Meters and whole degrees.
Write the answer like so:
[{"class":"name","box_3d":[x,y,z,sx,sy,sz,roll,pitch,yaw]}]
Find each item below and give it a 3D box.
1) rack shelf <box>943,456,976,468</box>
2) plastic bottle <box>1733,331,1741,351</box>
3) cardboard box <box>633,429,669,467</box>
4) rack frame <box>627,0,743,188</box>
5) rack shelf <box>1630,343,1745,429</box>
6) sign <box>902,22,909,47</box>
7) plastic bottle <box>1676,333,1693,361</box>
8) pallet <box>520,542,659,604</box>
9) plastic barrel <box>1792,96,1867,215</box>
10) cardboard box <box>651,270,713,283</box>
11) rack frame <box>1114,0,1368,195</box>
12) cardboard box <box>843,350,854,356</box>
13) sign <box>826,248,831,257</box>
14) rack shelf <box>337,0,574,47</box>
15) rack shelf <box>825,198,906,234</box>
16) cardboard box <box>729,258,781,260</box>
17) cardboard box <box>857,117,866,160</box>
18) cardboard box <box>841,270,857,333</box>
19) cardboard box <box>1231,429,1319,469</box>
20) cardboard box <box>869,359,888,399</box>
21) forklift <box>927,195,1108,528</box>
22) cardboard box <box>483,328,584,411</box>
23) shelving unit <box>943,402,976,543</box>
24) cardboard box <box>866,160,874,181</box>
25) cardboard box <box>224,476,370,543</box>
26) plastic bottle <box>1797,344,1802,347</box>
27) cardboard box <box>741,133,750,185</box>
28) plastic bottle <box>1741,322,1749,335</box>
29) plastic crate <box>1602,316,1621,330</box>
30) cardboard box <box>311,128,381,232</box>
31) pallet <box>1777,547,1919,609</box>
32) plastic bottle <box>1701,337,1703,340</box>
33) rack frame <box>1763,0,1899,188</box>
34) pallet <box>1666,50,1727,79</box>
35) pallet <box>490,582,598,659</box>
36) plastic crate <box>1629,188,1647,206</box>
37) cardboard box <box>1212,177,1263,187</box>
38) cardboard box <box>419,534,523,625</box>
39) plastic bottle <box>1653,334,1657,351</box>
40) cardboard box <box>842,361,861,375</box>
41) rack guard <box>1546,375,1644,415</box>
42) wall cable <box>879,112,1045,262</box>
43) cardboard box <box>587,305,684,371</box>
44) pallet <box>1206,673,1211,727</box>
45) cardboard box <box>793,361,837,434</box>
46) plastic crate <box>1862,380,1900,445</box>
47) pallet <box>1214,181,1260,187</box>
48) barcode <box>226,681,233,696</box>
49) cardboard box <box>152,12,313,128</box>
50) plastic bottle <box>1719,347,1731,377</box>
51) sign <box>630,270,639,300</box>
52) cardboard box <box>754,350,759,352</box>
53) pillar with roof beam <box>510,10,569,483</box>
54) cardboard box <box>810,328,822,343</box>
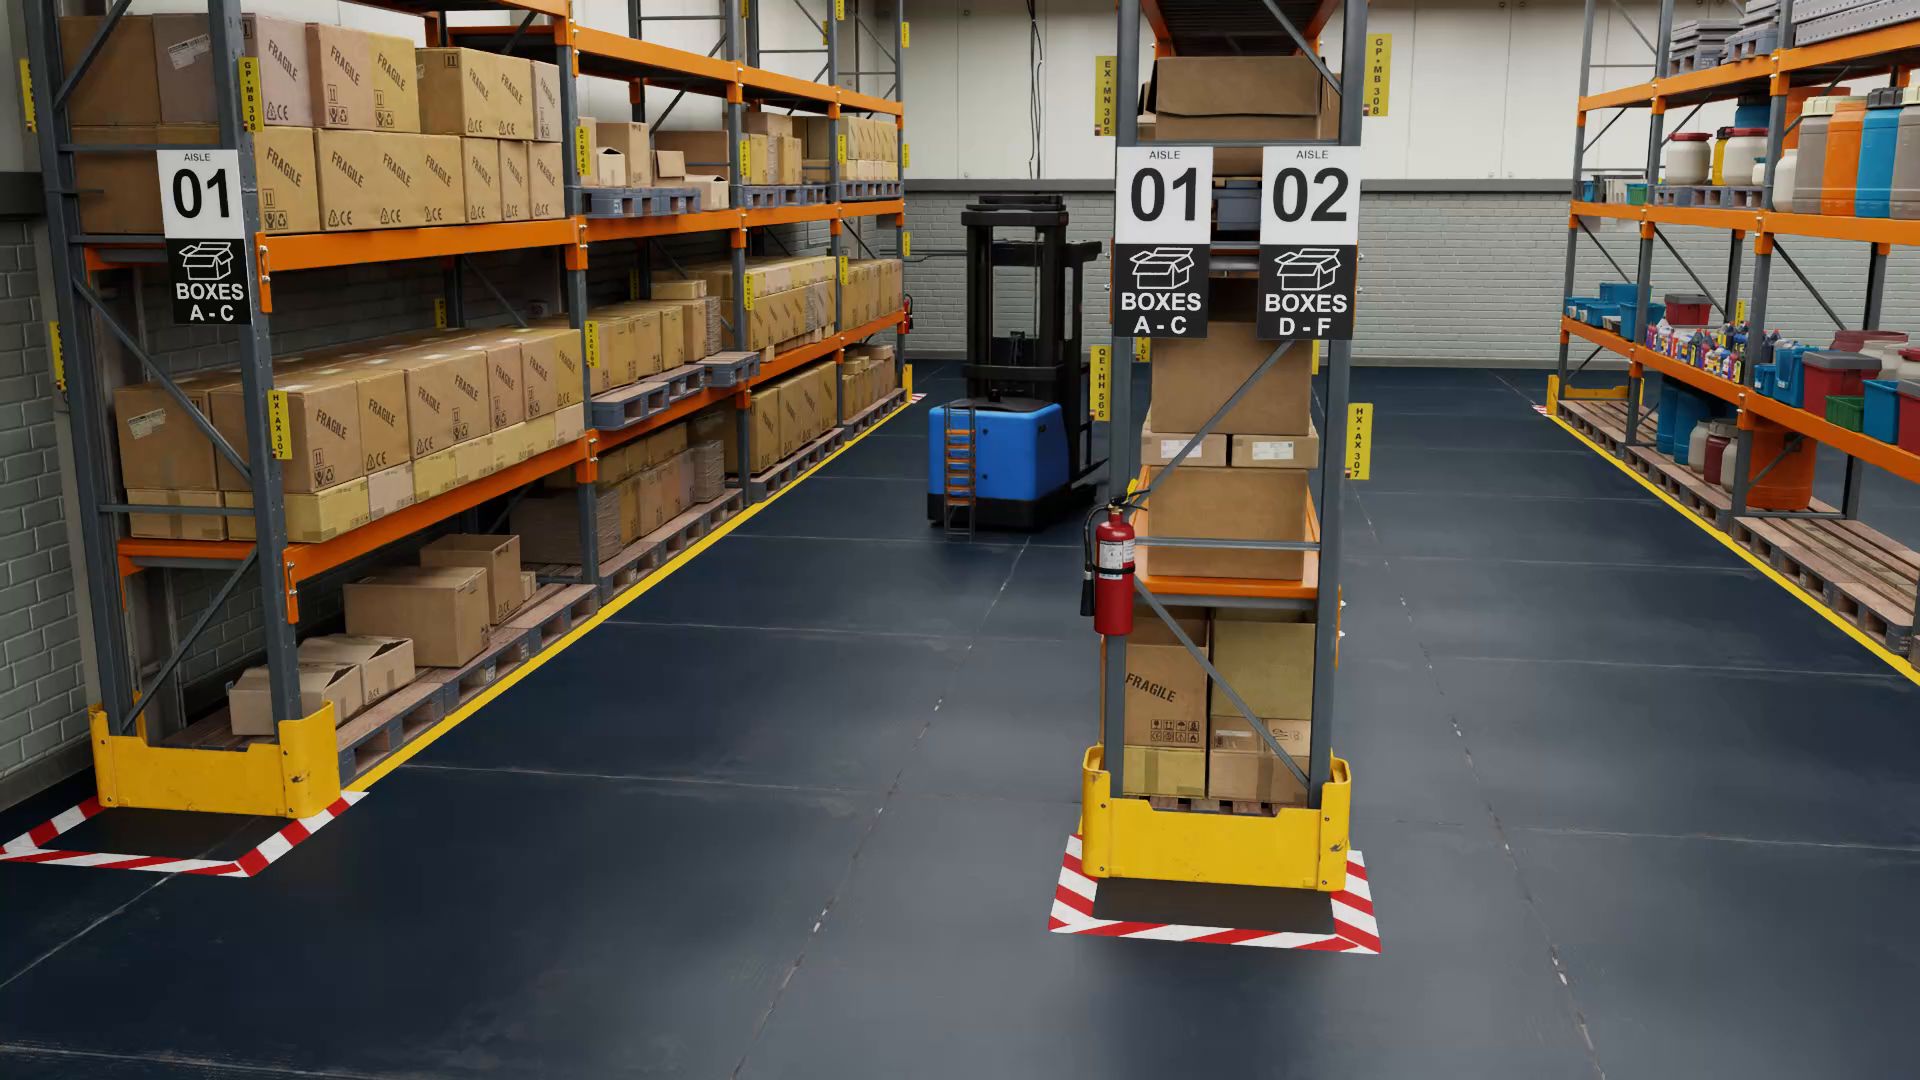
[{"class":"rack shelf","box_3d":[-0.002,-0.657,14.337,0.258,0.103,0.180,2,12,9]},{"class":"plastic bottle","box_3d":[7.888,-1.978,16.856,0.097,0.271,0.097,0,12,0]},{"class":"cardboard box","box_3d":[-2.798,-0.787,14.132,0.500,0.250,0.500,2,12,8]},{"class":"rack frame","box_3d":[-2.515,-4.735,15.105,1.000,3.000,0.127,2,12,9]},{"class":"rack shelf","box_3d":[7.581,-1.546,16.255,1.077,0.370,4.000,2,12,9]},{"class":"sign","box_3d":[-0.751,-6.875,22.630,0.100,0.325,0.005,2,12,9]},{"class":"plastic bottle","box_3d":[7.263,-1.928,16.616,0.152,0.276,0.135,2,12,9]},{"class":"pallet","box_3d":[-3.012,0.231,12.919,1.003,0.211,1.213,2,12,9]},{"class":"plastic barrel","box_3d":[6.933,-3.029,13.118,0.600,0.901,0.600,0,12,0]},{"class":"cardboard box","box_3d":[-2.702,-2.476,16.091,0.500,0.250,0.500,2,12,10]},{"class":"rack frame","box_3d":[1.150,-2.910,6.636,1.000,3.000,0.127,2,12,9]},{"class":"cardboard box","box_3d":[-1.627,-2.441,22.097,0.380,0.149,0.250,2,12,9]},{"class":"sign","box_3d":[-1.832,-3.949,23.454,0.100,0.325,0.005,2,12,9]},{"class":"rack shelf","box_3d":[-3.438,-3.133,9.385,1.077,0.370,4.000,2,12,9]},{"class":"rack shelf","box_3d":[-1.593,-4.166,21.292,1.077,0.370,4.000,2,12,9]},{"class":"cardboard box","box_3d":[-2.302,-3.009,18.566,0.500,0.250,0.500,2,12,9]},{"class":"cardboard box","box_3d":[-1.440,-4.895,20.310,0.500,0.500,0.500,2,12,7]},{"class":"cardboard box","box_3d":[-1.801,-2.894,20.090,0.980,0.700,0.700,2,12,10]},{"class":"cardboard box","box_3d":[1.423,-0.418,7.536,0.380,0.149,0.250,2,12,8]},{"class":"cardboard box","box_3d":[-1.371,-2.198,22.509,0.700,0.500,0.500,2,12,8]},{"class":"forklift","box_3d":[0.700,-1.806,15.917,1.130,2.935,3.031,5,13,20]},{"class":"cardboard box","box_3d":[-2.898,-1.164,11.304,0.500,0.500,0.500,2,12,9]},{"class":"shelving unit","box_3d":[-0.002,-0.584,14.353,0.258,1.200,0.189,2,12,9]},{"class":"cardboard box","box_3d":[-1.369,-4.630,20.860,0.500,0.250,0.500,2,12,7]},{"class":"cardboard box","box_3d":[-3.357,-0.165,8.446,0.500,0.250,0.500,2,12,7]},{"class":"plastic bottle","box_3d":[7.832,-1.693,15.537,0.097,0.271,0.097,0,12,0]},{"class":"cardboard box","box_3d":[-2.468,-3.747,16.360,0.700,0.500,0.500,1,12,6]},{"class":"plastic bottle","box_3d":[8.043,-2.049,17.000,0.144,0.351,0.185,2,12,9]},{"class":"plastic crate","box_3d":[7.860,-2.587,19.859,0.293,0.136,0.466,2,12,9]},{"class":"cardboard box","box_3d":[-3.329,-1.834,8.479,0.500,0.500,0.500,3,12,12]},{"class":"pallet","box_3d":[6.926,0.295,12.623,1.003,0.211,1.213,2,12,9]},{"class":"plastic bottle","box_3d":[7.199,-1.825,16.116,0.061,0.283,0.133,2,12,9]},{"class":"rack frame","box_3d":[7.274,-4.414,13.615,1.000,3.000,0.127,2,12,9]},{"class":"pallet","box_3d":[7.792,-4.786,16.737,1.003,0.211,1.213,2,12,9]},{"class":"pallet","box_3d":[-3.199,0.534,11.513,1.003,0.211,1.213,2,12,9]},{"class":"plastic crate","box_3d":[7.656,-3.775,18.272,0.450,0.188,0.662,2,12,9]},{"class":"cardboard box","box_3d":[1.869,-2.536,11.381,0.500,0.250,0.500,3,13,15]},{"class":"cardboard box","box_3d":[-3.251,0.255,11.081,0.500,0.500,0.500,1,12,4]},{"class":"plastic bottle","box_3d":[7.391,-2.102,17.599,0.097,0.201,0.097,0,12,0]},{"class":"cardboard box","box_3d":[-1.451,-2.153,20.761,0.380,0.149,0.250,2,12,11]},{"class":"rack guard","box_3d":[8.495,-1.930,22.263,1.175,0.500,0.348,2,12,9]},{"class":"wall cable","box_3d":[-0.062,-6.048,28.569,3.097,2.526,0.112,2,12,9]},{"class":"cardboard box","box_3d":[-2.747,-1.708,14.017,0.700,0.500,0.500,2,12,9]},{"class":"pallet","box_3d":[1.416,0.972,9.482,1.003,0.211,1.213,2,12,9]},{"class":"cardboard box","box_3d":[-1.872,-1.650,19.135,0.750,0.750,0.750,2,12,9]},{"class":"plastic crate","box_3d":[6.521,-0.881,11.497,0.392,0.384,0.575,2,12,9]},{"class":"pallet","box_3d":[1.659,-2.055,9.997,1.003,0.211,1.213,2,12,9]},{"class":"barcode","box_3d":[-3.943,0.800,8.977,0.001,0.075,0.075,2,12,9]},{"class":"cardboard box","box_3d":[-3.447,-2.223,7.911,0.500,0.500,0.500,1,12,5]},{"class":"plastic bottle","box_3d":[7.016,-1.628,15.235,0.097,0.271,0.097,0,12,0]},{"class":"sign","box_3d":[-3.064,-2.386,15.695,0.100,0.325,0.005,2,12,9]},{"class":"cardboard box","box_3d":[-2.188,-1.803,16.286,0.380,0.149,0.250,2,12,9]},{"class":"pillar with roof beam","box_3d":[0.684,-4.353,13.332,9.100,9.000,0.400,2,12,9]},{"class":"cardboard box","box_3d":[-1.755,-2.280,18.501,0.380,0.149,0.250,2,12,9]}]
